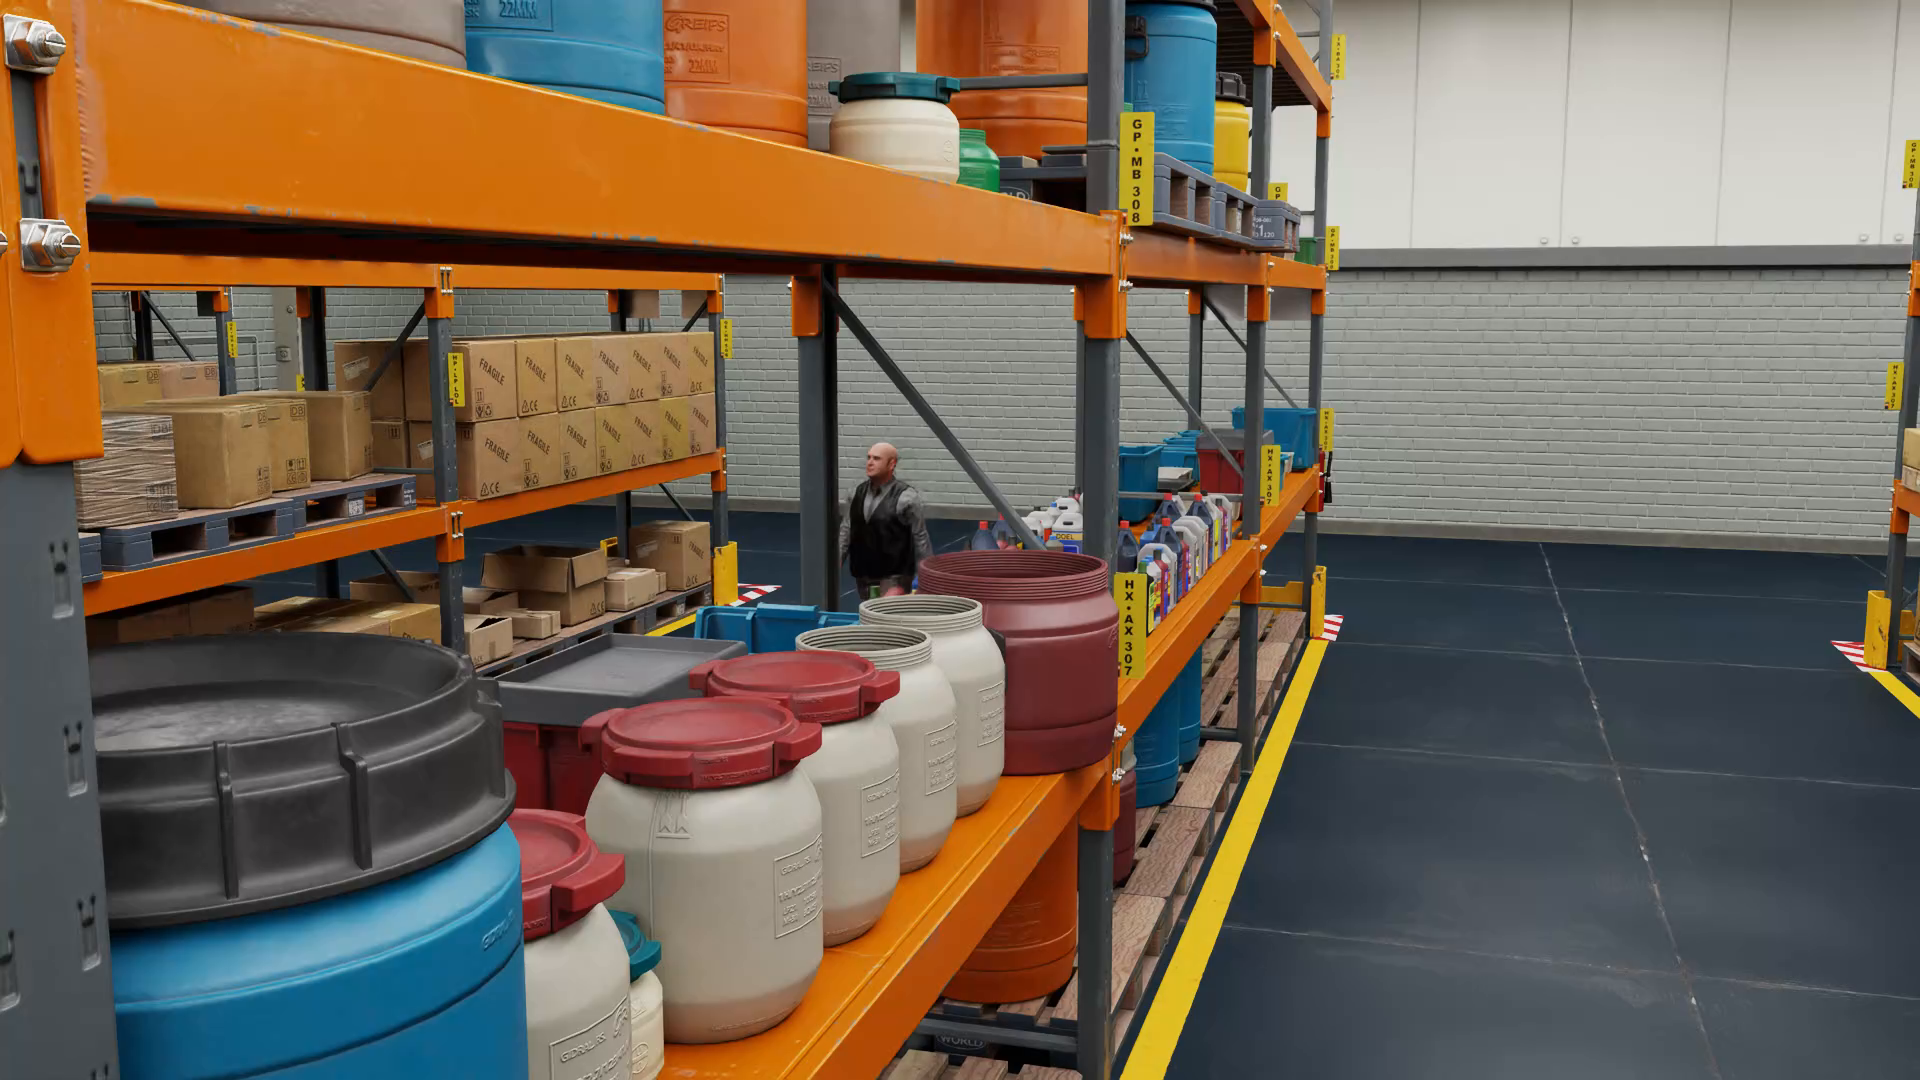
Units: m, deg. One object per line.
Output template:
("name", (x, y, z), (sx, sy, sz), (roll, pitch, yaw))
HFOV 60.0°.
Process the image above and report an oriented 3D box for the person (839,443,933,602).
("person", (-0.511, 0.222, 10.429), (0.581, 1.665, 1.100), (6, 10, 35))
